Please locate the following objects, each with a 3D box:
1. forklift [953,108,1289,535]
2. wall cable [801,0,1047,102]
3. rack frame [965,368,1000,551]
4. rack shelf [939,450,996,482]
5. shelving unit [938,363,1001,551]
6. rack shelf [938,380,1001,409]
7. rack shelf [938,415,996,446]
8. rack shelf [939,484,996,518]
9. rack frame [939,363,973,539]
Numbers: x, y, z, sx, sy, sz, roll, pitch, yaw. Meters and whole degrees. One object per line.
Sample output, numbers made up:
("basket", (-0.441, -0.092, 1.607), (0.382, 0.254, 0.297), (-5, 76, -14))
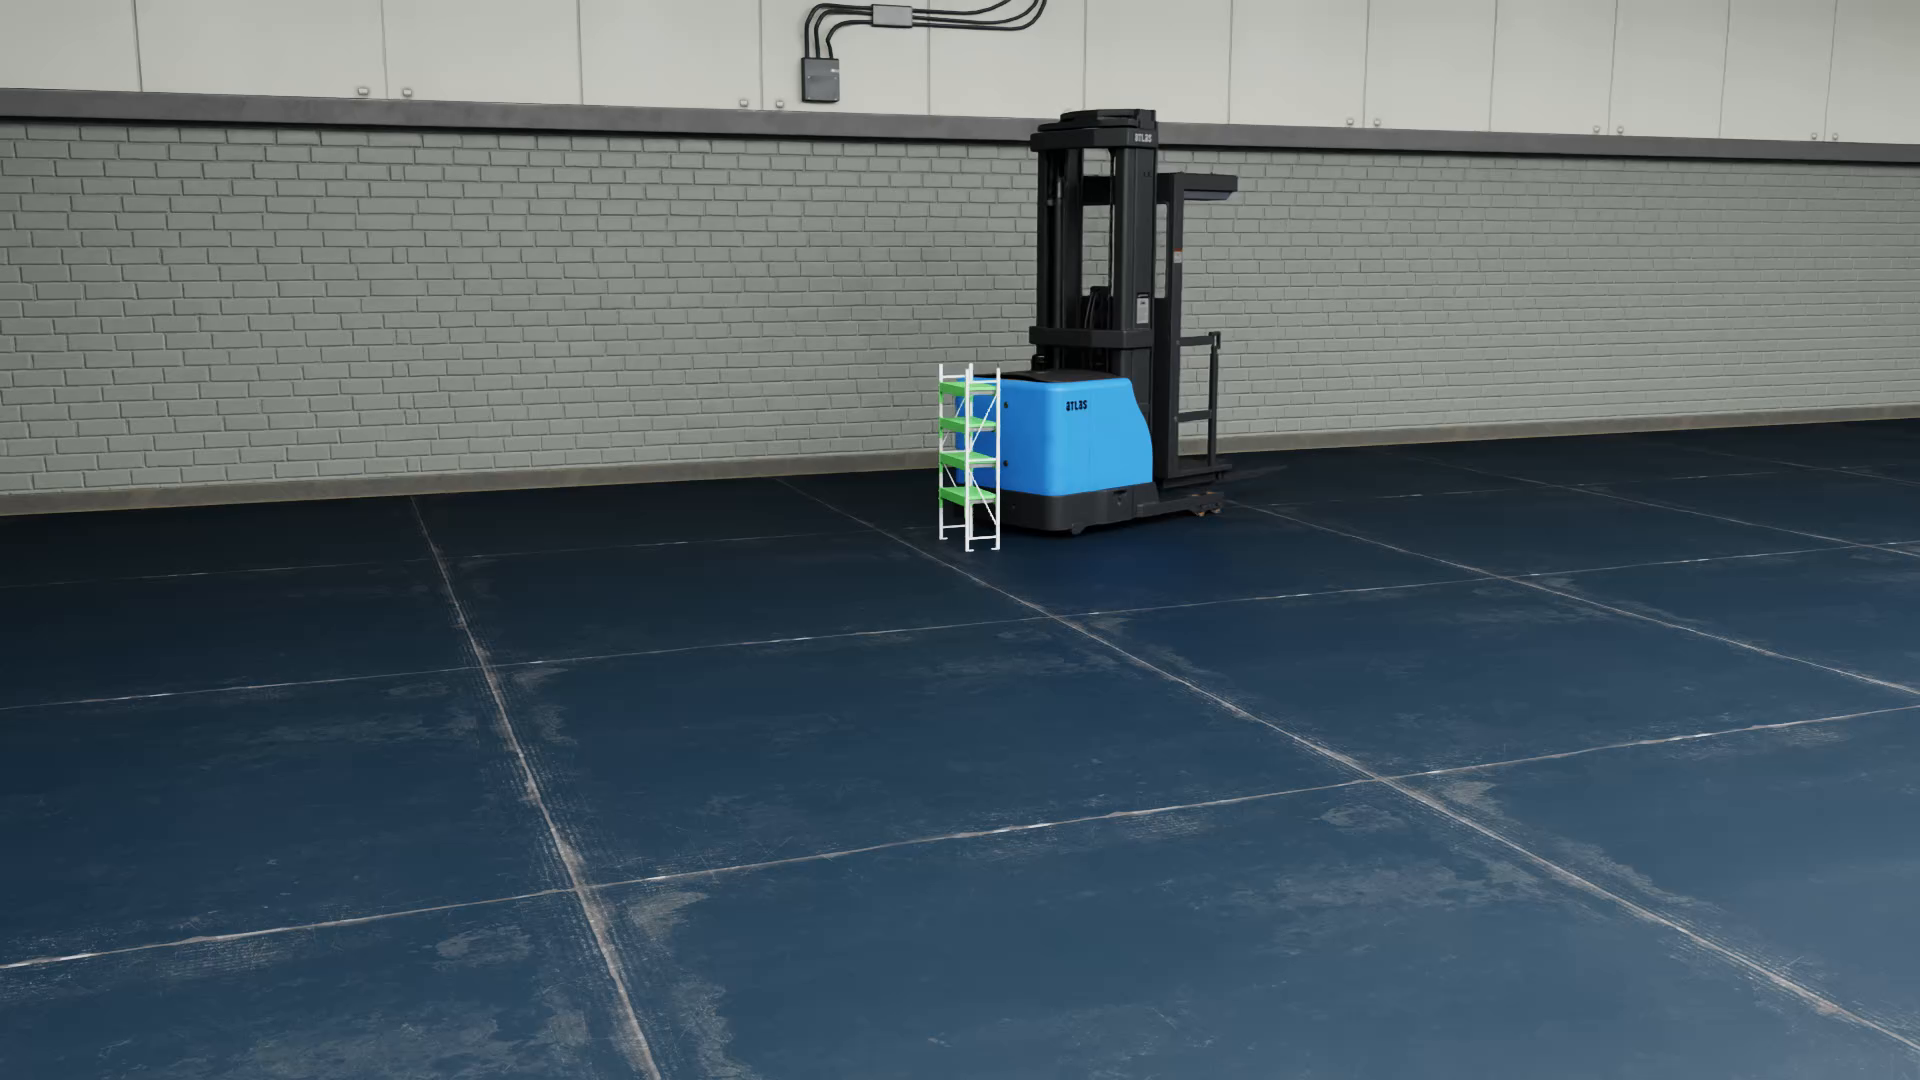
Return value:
("forklift", (1.355, -1.676, 12.471), (3.031, 2.935, 1.130), (-10, 14, -44))
("wall cable", (-0.245, -6.749, 13.955), (2.305, 6.003, 0.169), (-4, 11, -21))
("rack frame", (0.148, -0.524, 10.939), (0.240, 1.200, 0.015), (-4, 11, -21))
("rack shelf", (0.060, -0.501, 11.174), (0.258, 0.148, 0.480), (-4, 11, -21))
("shelving unit", (0.060, -0.564, 11.163), (0.258, 1.200, 0.503), (-4, 11, -21))
("rack shelf", (0.060, -0.973, 11.090), (0.258, 0.148, 0.480), (-4, 11, -21))
("rack shelf", (0.060, -0.737, 11.132), (0.258, 0.148, 0.480), (-4, 11, -21))
("rack shelf", (0.060, -0.265, 11.216), (0.258, 0.148, 0.480), (-4, 11, -21))
("rack frame", (-0.028, -0.604, 11.387), (0.240, 1.200, 0.015), (-4, 11, -21))
